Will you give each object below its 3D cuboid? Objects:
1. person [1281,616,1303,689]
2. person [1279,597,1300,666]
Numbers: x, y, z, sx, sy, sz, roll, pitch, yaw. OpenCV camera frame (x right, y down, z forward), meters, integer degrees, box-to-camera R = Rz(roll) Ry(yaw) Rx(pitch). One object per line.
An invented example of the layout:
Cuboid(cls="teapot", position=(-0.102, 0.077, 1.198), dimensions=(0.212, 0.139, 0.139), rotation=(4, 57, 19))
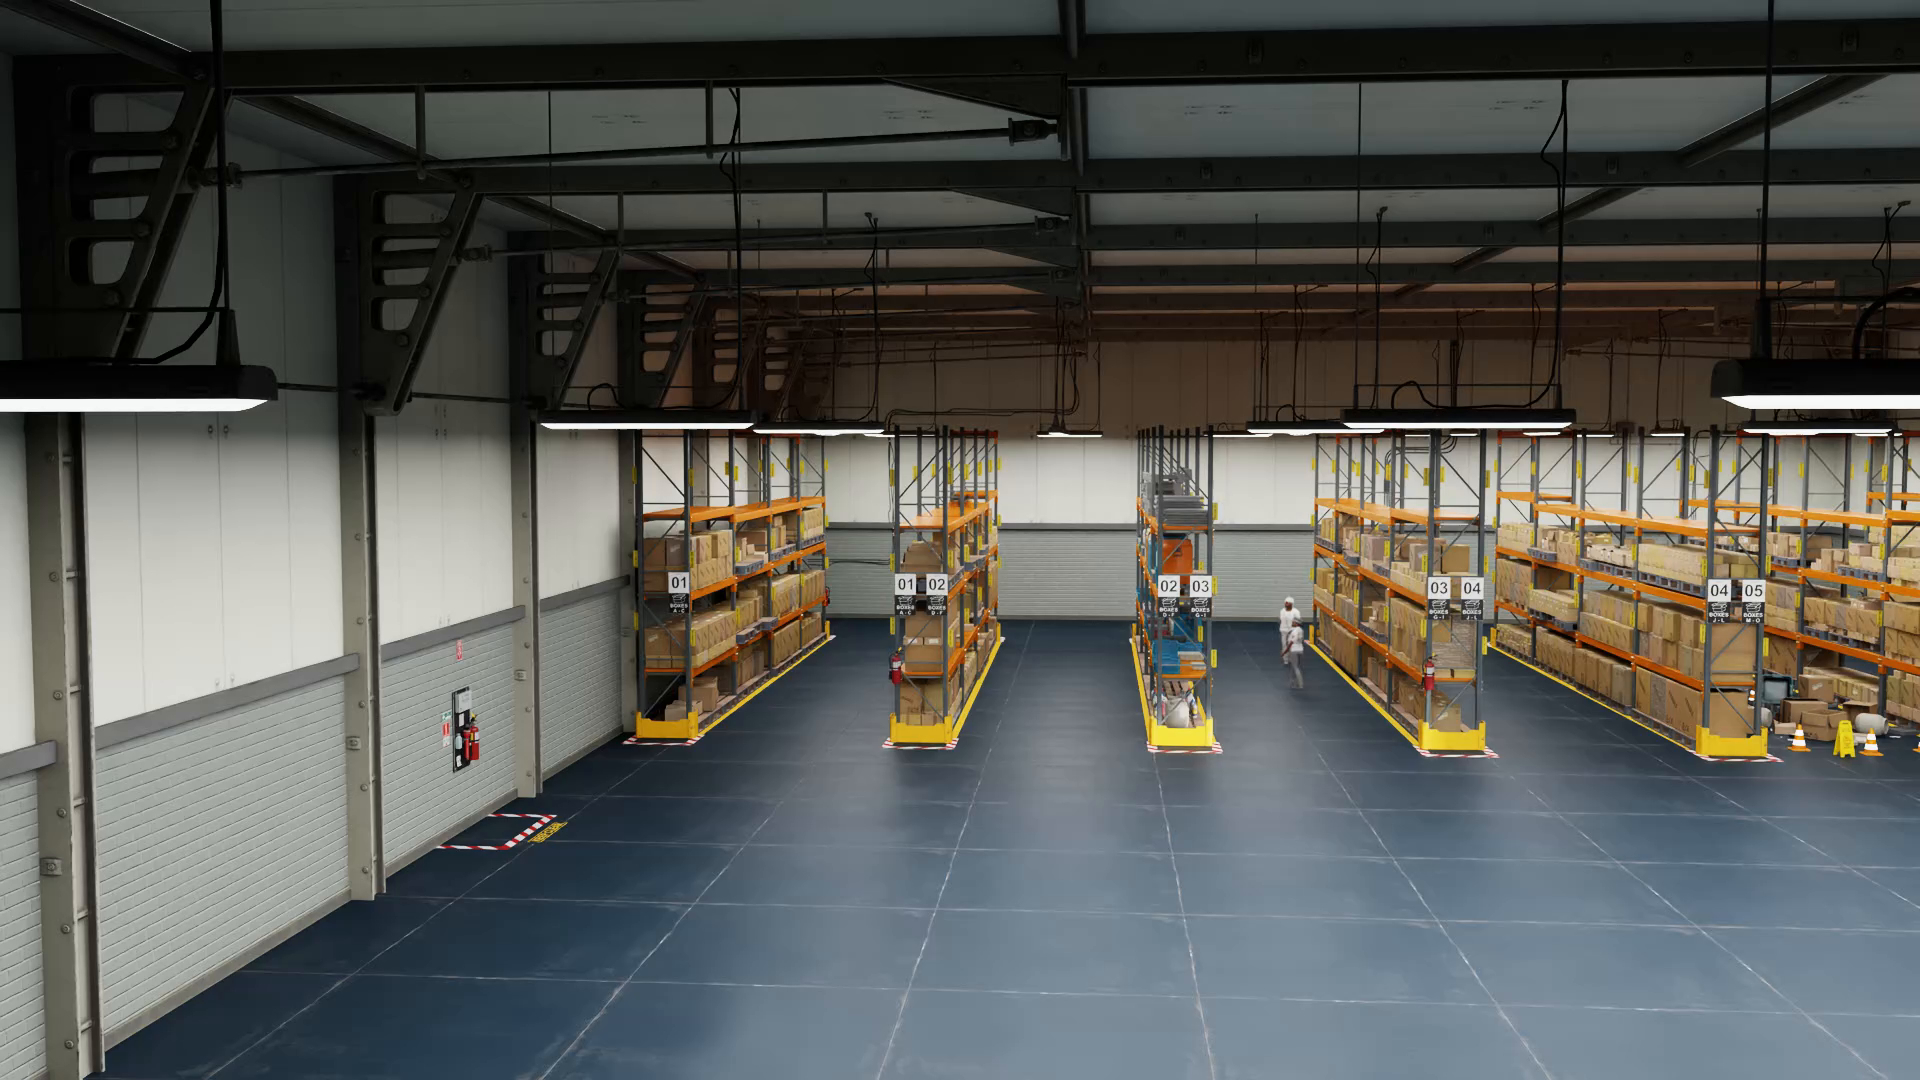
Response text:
Cuboid(cls="person", position=(7.648, 2.602, 38.207), dimensions=(0.533, 1.733, 0.675), rotation=(-3, 4, -37))
Cuboid(cls="person", position=(8.380, 2.317, 42.232), dimensions=(0.497, 1.718, 1.058), rotation=(0, 3, 3))
